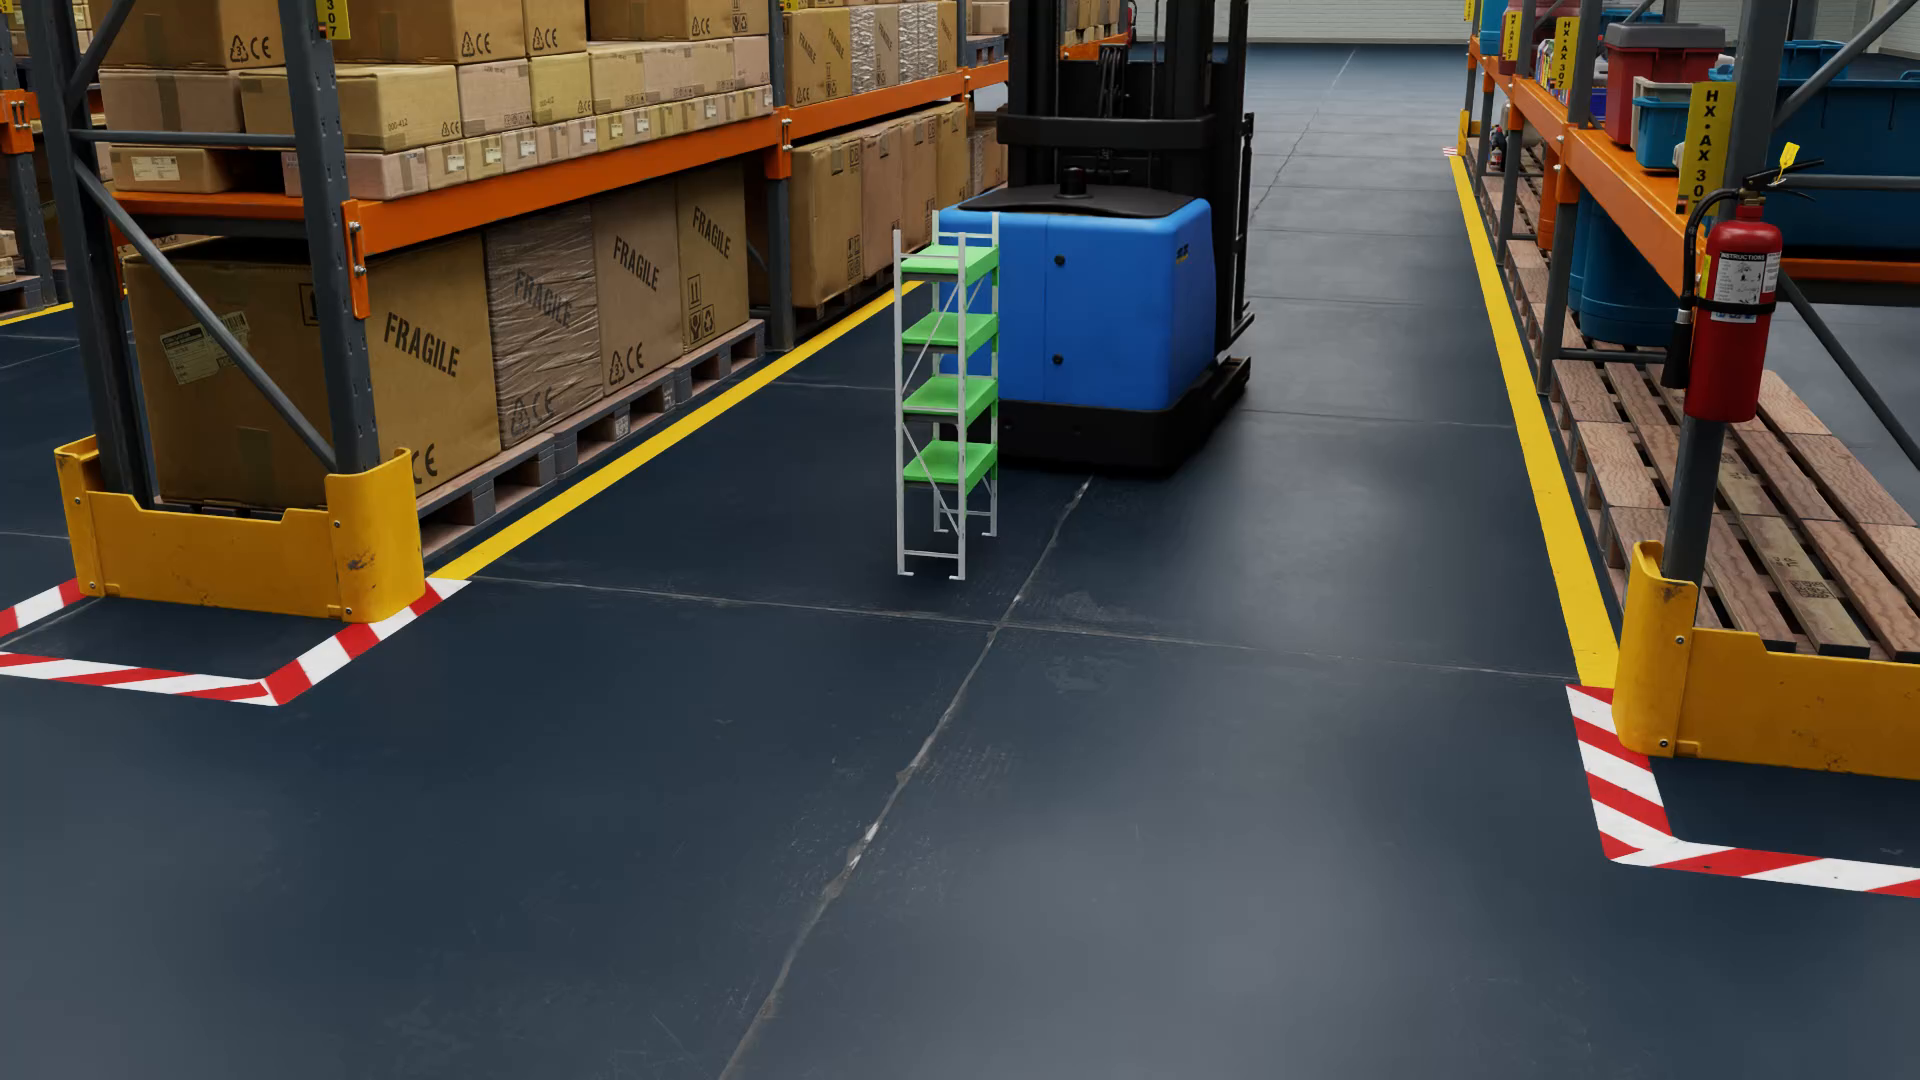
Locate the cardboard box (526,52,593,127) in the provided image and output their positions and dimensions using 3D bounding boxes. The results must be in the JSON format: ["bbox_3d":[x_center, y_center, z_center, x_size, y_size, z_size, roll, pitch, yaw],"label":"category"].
[{"bbox_3d":[-1.779,-1.770,6.501,0.500,0.250,0.500,4,19,12],"label":"cardboard box"}]

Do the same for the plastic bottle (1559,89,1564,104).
[{"bbox_3d":[3.460,-2.591,9.324,0.152,0.276,0.135,5,19,13],"label":"plastic bottle"}]

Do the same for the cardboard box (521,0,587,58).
[{"bbox_3d":[-1.783,-2.124,6.377,0.500,0.500,0.500,4,19,12],"label":"cardboard box"}]

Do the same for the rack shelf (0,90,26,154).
[{"bbox_3d":[-6.702,-1.960,8.399,1.077,0.370,4.000,5,19,13],"label":"rack shelf"}]

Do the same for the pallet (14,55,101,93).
[{"bbox_3d":[-5.885,-3.065,10.817,1.003,0.211,1.213,5,19,13],"label":"pallet"}]

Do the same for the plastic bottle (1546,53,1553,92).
[{"bbox_3d":[3.676,-2.903,10.244,0.097,0.271,0.097,0,19,0],"label":"plastic bottle"}]

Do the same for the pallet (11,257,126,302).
[{"bbox_3d":[-6.024,-1.852,11.284,1.003,0.211,1.213,5,19,13],"label":"pallet"}]

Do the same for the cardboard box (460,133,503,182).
[{"bbox_3d":[-1.875,-1.378,5.969,0.380,0.149,0.250,4,19,12],"label":"cardboard box"}]

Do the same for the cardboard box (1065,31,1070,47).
[{"bbox_3d":[0.871,-4.936,16.388,0.380,0.149,0.250,5,19,13],"label":"cardboard box"}]

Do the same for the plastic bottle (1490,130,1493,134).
[{"bbox_3d":[5.377,-3.976,16.722,0.152,0.276,0.135,5,19,14],"label":"plastic bottle"}]

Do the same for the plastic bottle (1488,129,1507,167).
[{"bbox_3d":[5.207,-3.800,16.089,0.144,0.351,0.185,4,19,12],"label":"plastic bottle"}]

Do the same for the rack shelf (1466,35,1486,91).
[{"bbox_3d":[5.818,-4.907,17.026,1.077,0.370,4.000,5,19,13],"label":"rack shelf"}]

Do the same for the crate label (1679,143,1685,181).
[{"bbox_3d":[2.550,-1.212,5.410,0.396,0.136,0.243,5,19,13],"label":"crate label"}]

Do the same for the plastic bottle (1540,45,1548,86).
[{"bbox_3d":[3.820,-3.053,10.677,0.152,0.276,0.135,5,19,13],"label":"plastic bottle"}]

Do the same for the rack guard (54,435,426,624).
[{"bbox_3d":[-2.411,-0.060,5.590,1.175,0.500,0.348,5,19,13],"label":"rack guard"}]

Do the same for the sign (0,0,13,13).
[{"bbox_3d":[-5.685,-3.297,9.860,0.100,0.325,0.005,5,19,13],"label":"sign"}]

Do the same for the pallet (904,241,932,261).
[{"bbox_3d":[-0.716,-2.197,12.294,1.003,0.211,1.213,5,19,13],"label":"pallet"}]

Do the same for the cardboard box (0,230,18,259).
[{"bbox_3d":[-5.982,-1.794,10.101,0.380,0.149,0.250,5,20,14],"label":"cardboard box"}]

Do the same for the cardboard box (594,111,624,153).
[{"bbox_3d":[-1.624,-1.699,6.910,0.380,0.149,0.250,4,19,12],"label":"cardboard box"}]

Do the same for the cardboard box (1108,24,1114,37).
[{"bbox_3d":[1.562,-5.880,19.151,0.380,0.149,0.250,5,19,13],"label":"cardboard box"}]

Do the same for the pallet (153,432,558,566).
[{"bbox_3d":[-2.286,-0.188,6.411,1.003,0.211,1.213,5,19,13],"label":"pallet"}]

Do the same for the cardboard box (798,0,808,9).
[{"bbox_3d":[-1.280,-3.227,9.288,0.797,0.503,0.637,4,19,12],"label":"cardboard box"}]

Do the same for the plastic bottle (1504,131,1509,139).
[{"bbox_3d":[5.439,-3.929,16.573,0.061,0.283,0.133,5,19,13],"label":"plastic bottle"}]

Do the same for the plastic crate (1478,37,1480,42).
[{"bbox_3d":[5.481,-5.025,16.666,0.530,0.136,0.437,5,19,13],"label":"plastic crate"}]

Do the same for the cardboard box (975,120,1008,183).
[{"bbox_3d":[0.085,-3.523,15.047,0.700,0.500,0.500,3,19,9],"label":"cardboard box"}]

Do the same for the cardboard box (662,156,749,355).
[{"bbox_3d":[-1.667,-1.497,8.567,0.875,0.875,0.875,5,19,13],"label":"cardboard box"}]

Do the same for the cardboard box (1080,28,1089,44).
[{"bbox_3d":[1.132,-5.249,17.302,0.380,0.149,0.250,5,19,13],"label":"cardboard box"}]

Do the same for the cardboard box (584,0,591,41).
[{"bbox_3d":[-1.921,-2.645,7.903,0.500,0.500,0.500,5,19,13],"label":"cardboard box"}]

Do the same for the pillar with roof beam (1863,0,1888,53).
[{"bbox_3d":[19.737,-17.386,43.167,9.100,9.000,0.400,5,19,13],"label":"pillar with roof beam"}]

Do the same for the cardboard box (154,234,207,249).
[{"bbox_3d":[-5.648,-2.320,11.557,0.500,0.500,0.500,6,20,16],"label":"cardboard box"}]

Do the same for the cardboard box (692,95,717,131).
[{"bbox_3d":[-1.373,-2.022,7.856,0.380,0.149,0.250,5,19,14],"label":"cardboard box"}]

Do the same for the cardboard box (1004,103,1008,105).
[{"bbox_3d":[0.796,-4.330,17.441,0.500,0.500,0.500,12,22,31],"label":"cardboard box"}]

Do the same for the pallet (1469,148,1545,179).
[{"bbox_3d":[5.830,-3.892,17.255,1.003,0.211,1.213,5,19,13],"label":"pallet"}]

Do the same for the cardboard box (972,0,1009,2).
[{"bbox_3d":[0.193,-4.709,14.523,0.797,0.503,0.637,7,20,19],"label":"cardboard box"}]

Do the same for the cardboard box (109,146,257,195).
[{"bbox_3d":[-2.638,-1.269,5.652,0.380,0.149,0.250,5,19,14],"label":"cardboard box"}]

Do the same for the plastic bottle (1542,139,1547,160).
[{"bbox_3d":[5.929,-3.956,16.663,0.152,0.276,0.135,5,19,13],"label":"plastic bottle"}]

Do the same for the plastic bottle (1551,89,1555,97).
[{"bbox_3d":[3.594,-2.763,9.829,0.152,0.276,0.135,5,19,13],"label":"plastic bottle"}]

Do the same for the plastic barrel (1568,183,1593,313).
[{"bbox_3d":[3.697,-1.710,9.150,0.600,0.901,0.708,5,19,13],"label":"plastic barrel"}]

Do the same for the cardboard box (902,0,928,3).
[{"bbox_3d":[-0.645,-4.052,11.704,0.797,0.503,0.637,5,20,15],"label":"cardboard box"}]

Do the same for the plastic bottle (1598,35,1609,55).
[{"bbox_3d":[3.732,-2.779,9.760,0.144,0.351,0.185,5,19,13],"label":"plastic bottle"}]

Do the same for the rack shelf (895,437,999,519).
[{"bbox_3d":[-0.040,-0.228,5.940,0.258,0.148,0.480,5,19,13],"label":"rack shelf"}]

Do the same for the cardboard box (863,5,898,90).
[{"bbox_3d":[-0.707,-3.153,10.623,0.500,0.500,0.500,5,19,14],"label":"cardboard box"}]

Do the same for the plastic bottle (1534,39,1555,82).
[{"bbox_3d":[3.933,-3.198,11.102,0.152,0.276,0.135,5,19,13],"label":"plastic bottle"}]

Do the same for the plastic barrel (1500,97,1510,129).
[{"bbox_3d":[6.220,-4.683,18.458,0.421,0.512,0.421,0,19,0],"label":"plastic barrel"}]

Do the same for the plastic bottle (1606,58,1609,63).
[{"bbox_3d":[3.467,-2.450,8.797,0.144,0.351,0.185,5,19,13],"label":"plastic bottle"}]

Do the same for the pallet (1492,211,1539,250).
[{"bbox_3d":[4.579,-2.287,12.557,1.003,0.211,1.213,5,19,13],"label":"pallet"}]

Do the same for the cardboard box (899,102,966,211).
[{"bbox_3d":[-0.640,-2.737,12.196,1.225,0.875,0.875,4,19,11],"label":"cardboard box"}]

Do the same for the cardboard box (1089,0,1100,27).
[{"bbox_3d":[1.039,-5.808,17.936,0.875,0.500,0.500,5,19,13],"label":"cardboard box"}]

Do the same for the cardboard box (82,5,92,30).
[{"bbox_3d":[-5.609,-3.317,10.536,0.380,0.149,0.250,4,19,12],"label":"cardboard box"}]

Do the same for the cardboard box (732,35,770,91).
[{"bbox_3d":[-1.281,-2.415,8.389,0.500,0.250,0.500,4,19,12],"label":"cardboard box"}]

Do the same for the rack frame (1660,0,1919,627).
[{"bbox_3d":[2.397,-0.859,4.063,1.000,3.000,0.127,5,19,13],"label":"rack frame"}]

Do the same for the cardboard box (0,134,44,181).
[{"bbox_3d":[-6.276,-2.552,11.075,0.500,0.250,0.500,4,19,12],"label":"cardboard box"}]

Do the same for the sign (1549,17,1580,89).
[{"bbox_3d":[2.842,-2.288,7.818,0.100,0.325,0.005,5,19,13],"label":"sign"}]

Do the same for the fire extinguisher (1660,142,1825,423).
[{"bbox_3d":[1.920,-0.635,4.102,0.296,0.674,0.183,5,19,13],"label":"fire extinguisher"}]

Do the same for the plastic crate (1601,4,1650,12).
[{"bbox_3d":[5.044,-3.879,12.806,0.402,0.464,0.583,5,19,13],"label":"plastic crate"}]

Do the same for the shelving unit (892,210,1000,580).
[{"bbox_3d":[-0.040,-0.516,5.842,0.258,1.200,0.503,5,19,13],"label":"shelving unit"}]

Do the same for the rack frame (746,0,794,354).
[{"bbox_3d":[-1.428,-2.504,8.879,1.000,3.000,0.127,5,19,13],"label":"rack frame"}]

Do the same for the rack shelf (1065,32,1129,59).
[{"bbox_3d":[1.015,-5.298,18.171,1.077,0.370,4.000,5,19,13],"label":"rack shelf"}]

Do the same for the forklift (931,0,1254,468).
[{"bbox_3d":[0.836,-2.122,7.866,1.130,2.935,3.031,6,20,18],"label":"forklift"}]

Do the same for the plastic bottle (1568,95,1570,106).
[{"bbox_3d":[3.327,-2.462,8.830,0.144,0.351,0.185,5,19,13],"label":"plastic bottle"}]
